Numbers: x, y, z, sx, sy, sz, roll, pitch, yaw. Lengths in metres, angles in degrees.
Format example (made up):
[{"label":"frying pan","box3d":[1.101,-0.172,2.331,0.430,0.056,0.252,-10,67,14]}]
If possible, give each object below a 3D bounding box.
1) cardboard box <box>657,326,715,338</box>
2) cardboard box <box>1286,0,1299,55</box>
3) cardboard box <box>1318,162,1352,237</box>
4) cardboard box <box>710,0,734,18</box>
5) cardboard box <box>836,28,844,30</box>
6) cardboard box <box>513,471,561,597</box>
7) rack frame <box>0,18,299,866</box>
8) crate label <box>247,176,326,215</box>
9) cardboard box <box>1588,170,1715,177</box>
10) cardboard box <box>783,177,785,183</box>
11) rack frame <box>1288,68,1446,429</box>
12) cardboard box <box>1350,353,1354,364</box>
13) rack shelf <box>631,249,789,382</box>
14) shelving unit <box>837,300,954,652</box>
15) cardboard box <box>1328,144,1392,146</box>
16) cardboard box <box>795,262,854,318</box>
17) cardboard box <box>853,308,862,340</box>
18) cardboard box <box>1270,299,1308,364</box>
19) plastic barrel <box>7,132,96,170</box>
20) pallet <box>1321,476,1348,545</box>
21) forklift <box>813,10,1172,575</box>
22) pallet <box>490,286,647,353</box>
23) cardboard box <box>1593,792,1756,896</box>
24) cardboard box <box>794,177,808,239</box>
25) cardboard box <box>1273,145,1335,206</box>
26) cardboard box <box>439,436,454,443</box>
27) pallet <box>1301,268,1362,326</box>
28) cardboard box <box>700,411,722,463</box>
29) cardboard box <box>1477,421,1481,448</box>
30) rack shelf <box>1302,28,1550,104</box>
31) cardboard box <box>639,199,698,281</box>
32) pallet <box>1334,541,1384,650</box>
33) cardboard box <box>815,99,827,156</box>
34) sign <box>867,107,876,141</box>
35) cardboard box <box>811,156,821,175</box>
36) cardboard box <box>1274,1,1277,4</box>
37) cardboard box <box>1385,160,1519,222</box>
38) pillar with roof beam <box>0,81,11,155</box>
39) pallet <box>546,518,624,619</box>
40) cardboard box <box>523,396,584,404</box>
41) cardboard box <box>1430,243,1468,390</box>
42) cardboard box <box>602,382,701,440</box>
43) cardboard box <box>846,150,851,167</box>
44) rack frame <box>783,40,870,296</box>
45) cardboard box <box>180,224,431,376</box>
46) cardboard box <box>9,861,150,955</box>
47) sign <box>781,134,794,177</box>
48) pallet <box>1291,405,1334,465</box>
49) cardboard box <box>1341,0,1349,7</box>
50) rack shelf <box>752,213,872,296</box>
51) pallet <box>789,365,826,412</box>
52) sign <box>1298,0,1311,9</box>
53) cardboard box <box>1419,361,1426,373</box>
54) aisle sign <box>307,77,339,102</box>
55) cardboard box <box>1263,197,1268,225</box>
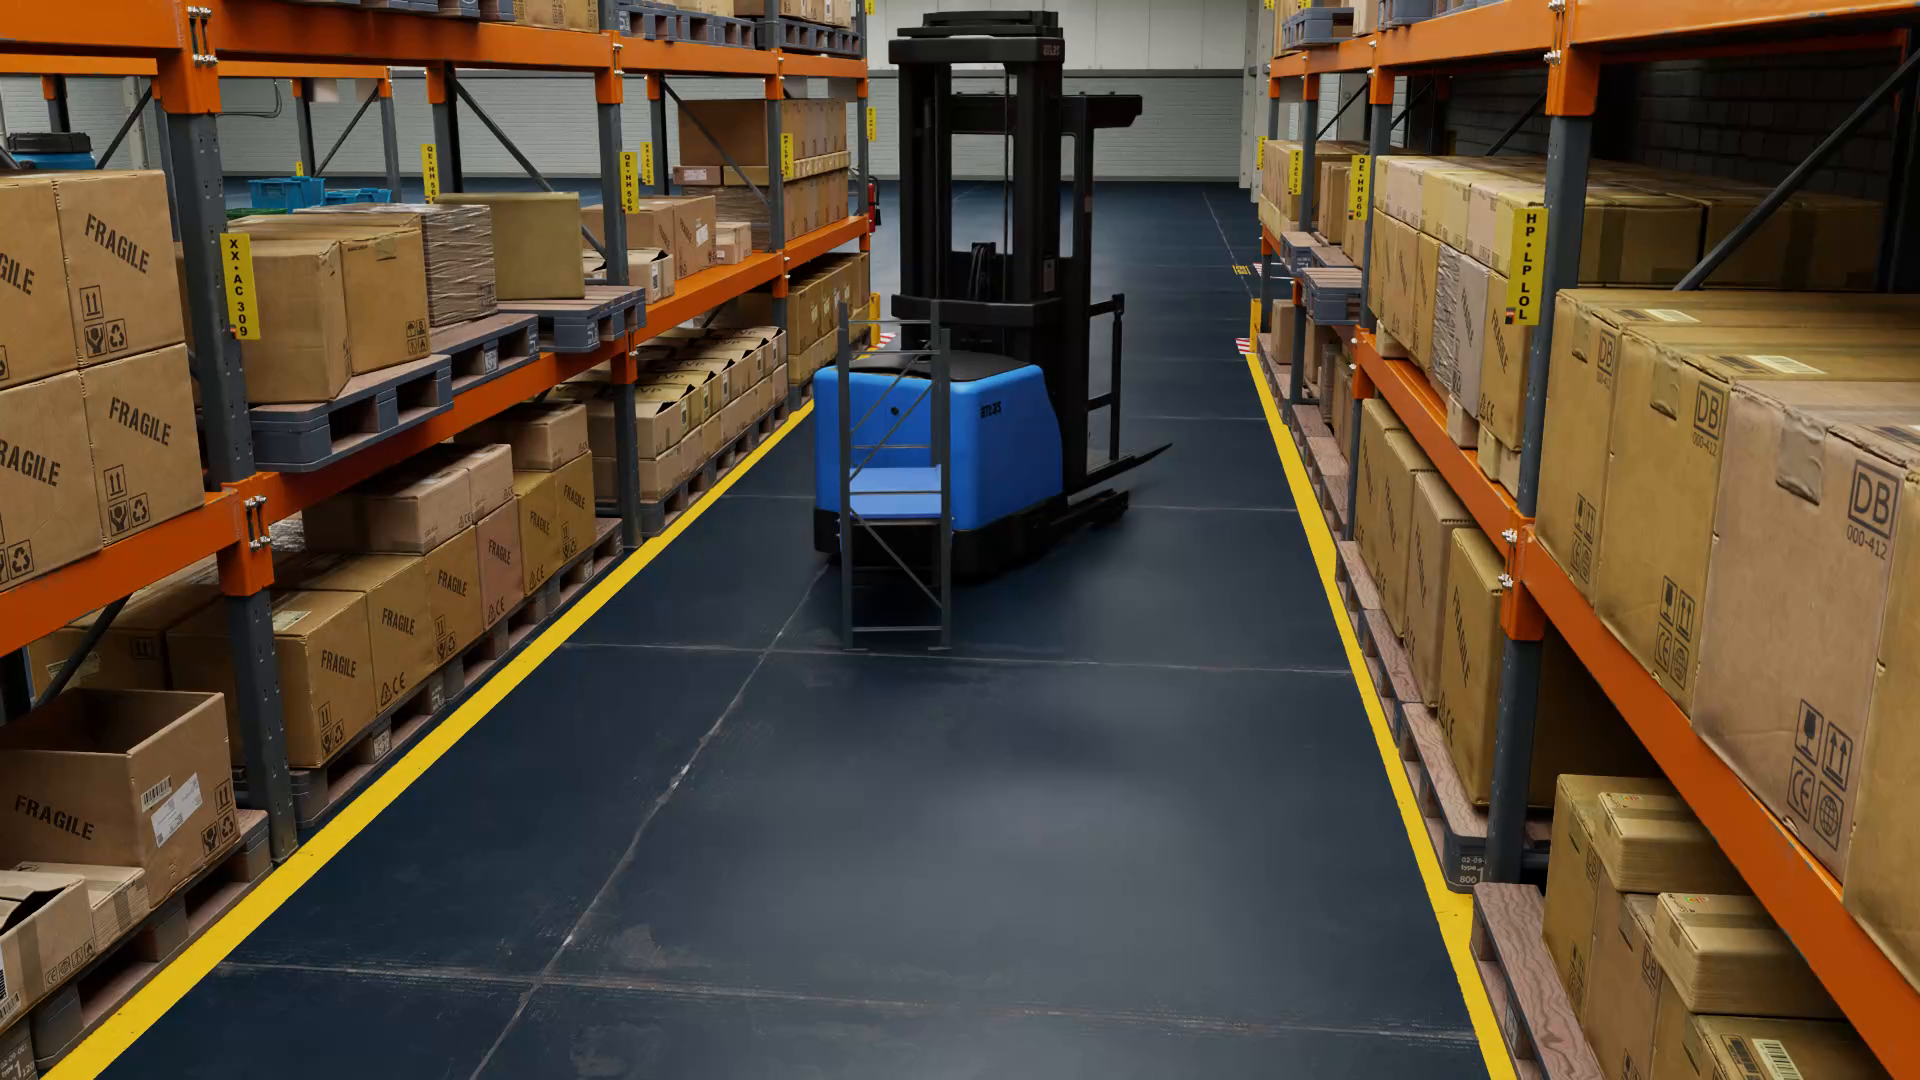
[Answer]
[{"label":"cardboard box","box3d":[-2.169,-1.503,12.861,0.500,0.311,0.500,2,15,6]},{"label":"cardboard box","box3d":[2.953,-4.231,13.587,0.500,0.500,0.500,1,15,4]},{"label":"cardboard box","box3d":[2.956,-2.441,11.909,0.700,0.500,0.500,2,15,6]},{"label":"cardboard box","box3d":[-1.954,-3.875,11.983,0.500,0.250,0.500,3,15,12]},{"label":"cardboard box","box3d":[-1.493,-5.113,15.808,0.797,0.503,0.637,3,15,10]},{"label":"cardboard box","box3d":[-2.258,-0.041,8.013,0.500,0.500,0.500,1,15,4]},{"label":"rack frame","box3d":[-2.778,-0.382,5.326,1.000,3.000,0.127,2,15,6]},{"label":"crate label","box3d":[-6.284,-3.172,15.580,0.502,0.435,0.616,2,15,6]},{"label":"cardboard box","box3d":[2.622,-1.313,6.535,0.500,0.250,0.500,1,15,5]},{"label":"cardboard box","box3d":[-1.624,-2.947,13.379,0.380,0.149,0.250,2,15,7]},{"label":"rack frame","box3d":[3.047,-2.311,12.464,1.000,3.000,0.127,2,15,6]},{"label":"cardboard box","box3d":[2.879,-1.238,11.005,0.500,0.250,0.500,1,15,5]},{"label":"rack shelf","box3d":[-2.101,-1.590,11.175,1.077,0.370,4.000,2,15,6]},{"label":"shelving unit","box3d":[-0.325,-0.343,8.056,0.538,1.500,1.048,-1,15,-3]},{"label":"cardboard box","box3d":[3.536,-3.255,14.766,0.500,0.500,0.500,1,15,5]},{"label":"cardboard box","box3d":[-1.287,-2.324,15.535,0.500,0.500,0.500,2,15,6]},{"label":"cardboard box","box3d":[-1.235,-2.091,16.113,0.500,0.250,0.500,2,15,6]},{"label":"cardboard box","box3d":[3.134,-1.841,14.670,0.700,0.500,0.500,1,15,3]},{"label":"plastic barrel","box3d":[-7.141,-2.754,13.140,0.600,0.901,0.708,2,15,6]},{"label":"pallet","box3d":[2.686,-0.131,9.741,1.003,0.211,1.213,2,15,6]},{"label":"forklift","box3d":[0.376,-1.562,9.825,1.130,2.935,3.031,9,17,29]},{"label":"pallet","box3d":[-2.333,-1.148,8.530,1.213,0.211,1.003,2,15,6]},{"label":"cardboard box","box3d":[1.738,0.729,3.963,0.380,0.149,0.250,2,15,8]},{"label":"cardboard box","box3d":[-1.718,-2.887,14.400,0.700,0.500,0.500,2,15,7]},{"label":"cardboard box","box3d":[2.969,-3.137,14.330,0.500,0.500,0.500,2,15,8]},{"label":"cardboard box","box3d":[-2.662,-0.315,9.027,0.500,0.500,0.500,2,15,9]},{"label":"pallet","box3d":[2.570,-1.369,9.347,1.213,0.211,1.003,2,15,6]},{"label":"cardboard box","box3d":[-1.867,-0.687,10.919,0.500,0.250,0.500,1,15,5]},{"label":"cardboard box","box3d":[1.980,-0.353,5.664,0.380,0.149,0.250,2,15,8]},{"label":"rack shelf","box3d":[2.822,-2.893,10.248,1.077,0.370,4.000,2,15,6]},{"label":"cardboard box","box3d":[-2.094,-2.039,11.266,0.500,0.500,0.500,2,15,6]},{"label":"pallet","box3d":[2.432,0.274,8.243,1.003,0.211,1.213,2,15,6]},{"label":"cardboard box","box3d":[-1.605,-3.767,15.168,0.700,0.500,0.500,2,15,6]},{"label":"sign","box3d":[-0.886,-4.148,16.582,0.100,0.325,0.005,2,15,6]},{"label":"cardboard box","box3d":[-1.451,-3.348,14.864,0.380,0.149,0.250,1,15,5]},{"label":"cardboard box","box3d":[3.214,-5.245,15.420,0.500,0.500,0.500,1,15,2]},{"label":"cardboard box","box3d":[2.229,-1.588,7.552,0.500,0.250,0.500,1,15,5]},{"label":"pillar with roof beam","box3d":[-20.034,-13.064,40.734,9.100,9.000,0.400,2,15,6]},{"label":"pallet","box3d":[-2.448,0.120,8.815,1.003,0.211,1.213,2,15,6]},{"label":"cardboard box","box3d":[-2.512,-0.708,9.923,0.500,0.311,0.500,2,15,8]},{"label":"cardboard box","box3d":[2.059,-0.828,6.178,0.500,0.500,0.500,2,15,6]},{"label":"cardboard box","box3d":[-1.925,-0.829,10.369,0.500,0.311,0.500,1,15,5]},{"label":"cardboard box","box3d":[-1.278,-3.751,16.352,0.380,0.149,0.250,1,15,5]},{"label":"rack frame","box3d":[-1.424,-3.494,16.837,1.000,3.000,0.127,2,15,6]},{"label":"cardboard box","box3d":[-2.488,-0.929,6.355,0.700,0.500,0.500,4,16,15]},{"label":"cardboard box","box3d":[-2.543,1.037,4.698,0.380,0.149,0.250,2,15,6]},{"label":"sign","box3d":[-1.335,-2.964,12.809,0.100,0.325,0.005,2,15,6]},{"label":"pallet","box3d":[2.961,-0.763,12.081,1.003,0.211,1.213,2,15,6]},{"label":"cardboard box","box3d":[2.906,-3.871,11.489,0.500,0.500,0.500,4,16,14]},{"label":"rack shelf","box3d":[-1.650,-2.628,15.012,1.077,0.370,4.000,2,15,6]},{"label":"pallet","box3d":[-1.744,-1.315,14.122,1.003,0.211,1.213,2,15,6]},{"label":"sign","box3d":[2.507,-4.023,12.057,0.100,0.325,0.005,2,15,6]},{"label":"cardboard box","box3d":[2.251,-0.816,7.376,0.380,0.149,0.250,2,15,7]},{"label":"aisle sign","box3d":[-6.628,-4.923,17.141,0.394,0.787,0.004,2,15,6]},{"label":"cardboard box","box3d":[3.084,-3.034,15.384,0.500,0.250,0.500,1,15,5]}]
